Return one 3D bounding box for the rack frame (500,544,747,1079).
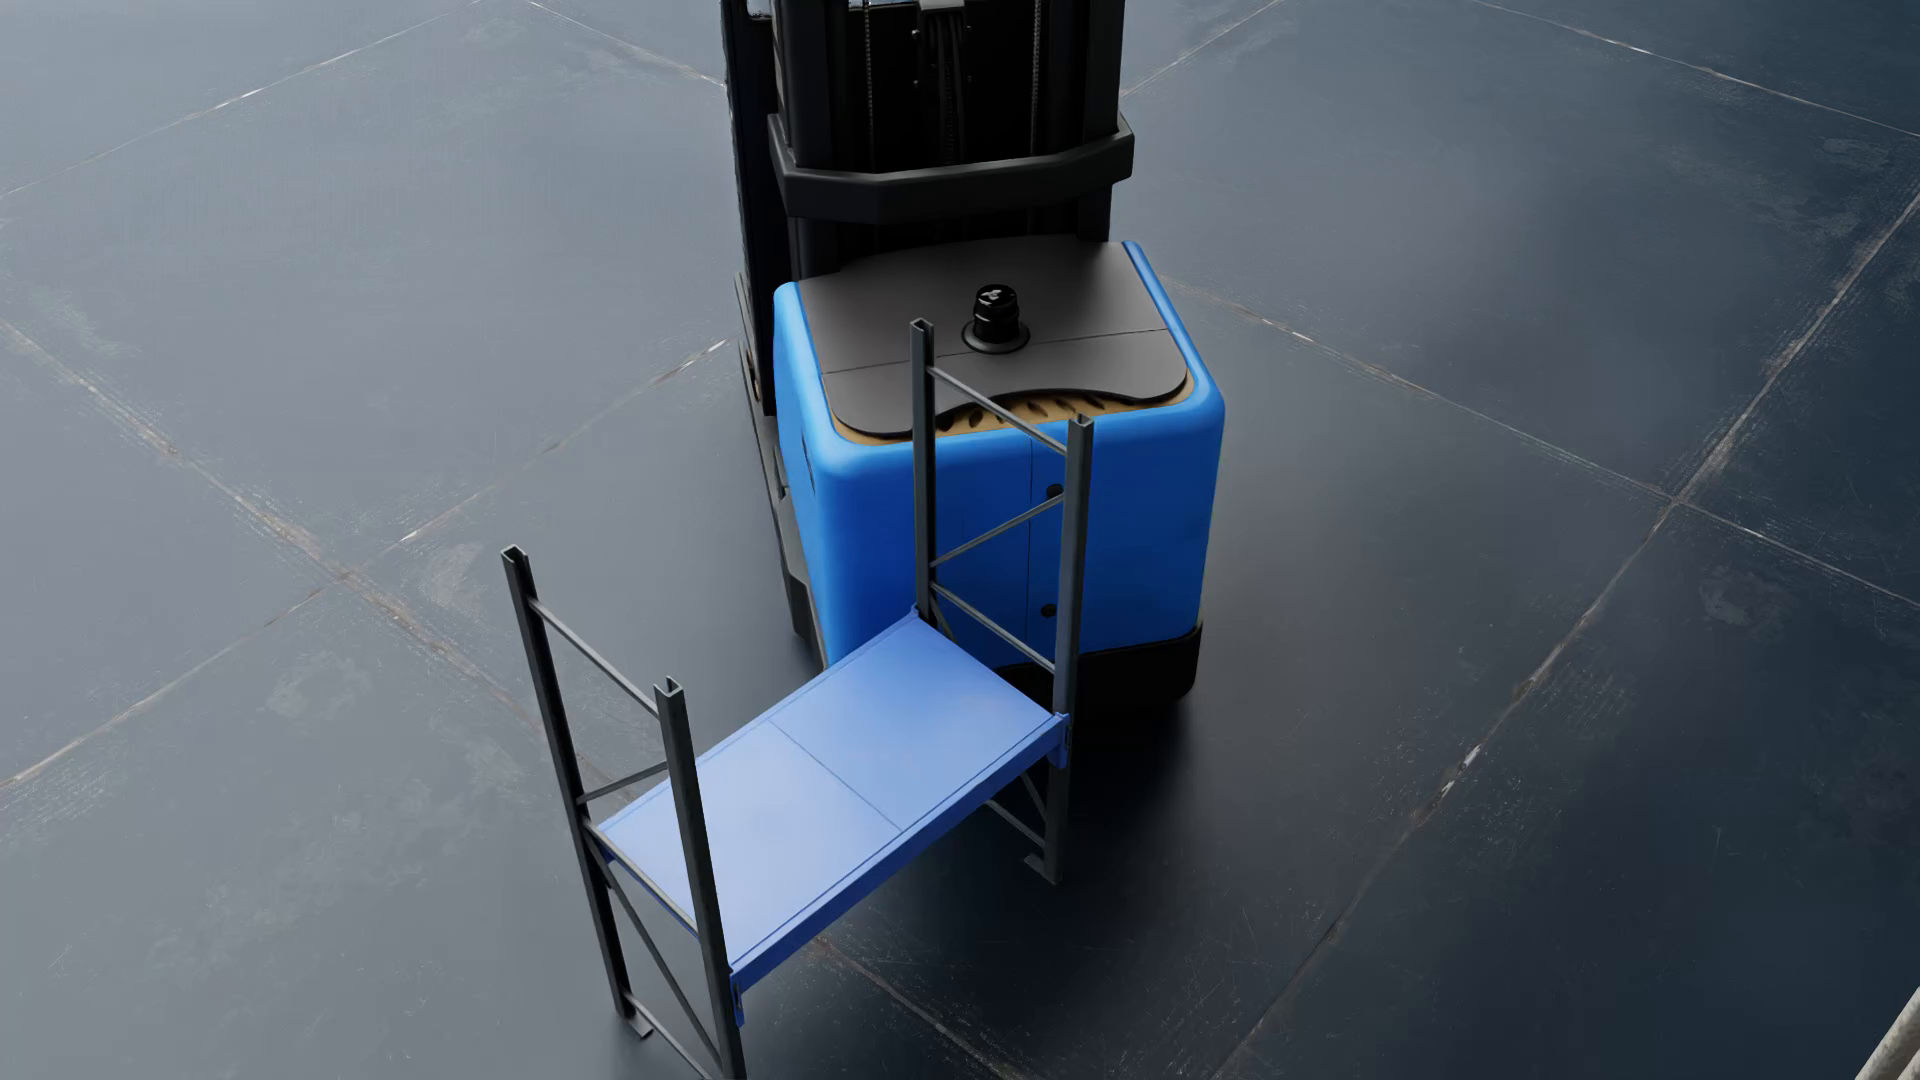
[{"bbox_3d":[-0.644,0.688,3.379,0.032,1.500,0.500,-34,52,-31],"label":"rack frame"}]

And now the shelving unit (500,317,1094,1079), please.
[{"bbox_3d":[-0.282,0.448,3.643,1.048,1.500,0.538,-34,52,-31],"label":"shelving unit"}]

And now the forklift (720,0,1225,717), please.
[{"bbox_3d":[-0.151,-1.514,4.736,1.130,2.935,3.031,-8,43,-9],"label":"forklift"}]

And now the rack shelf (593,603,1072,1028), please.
[{"bbox_3d":[-0.282,0.581,3.764,1.000,0.185,0.538,-34,52,-31],"label":"rack shelf"}]

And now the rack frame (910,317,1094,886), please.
[{"bbox_3d":[0.079,0.207,3.907,0.032,1.500,0.500,-34,52,-31],"label":"rack frame"}]
